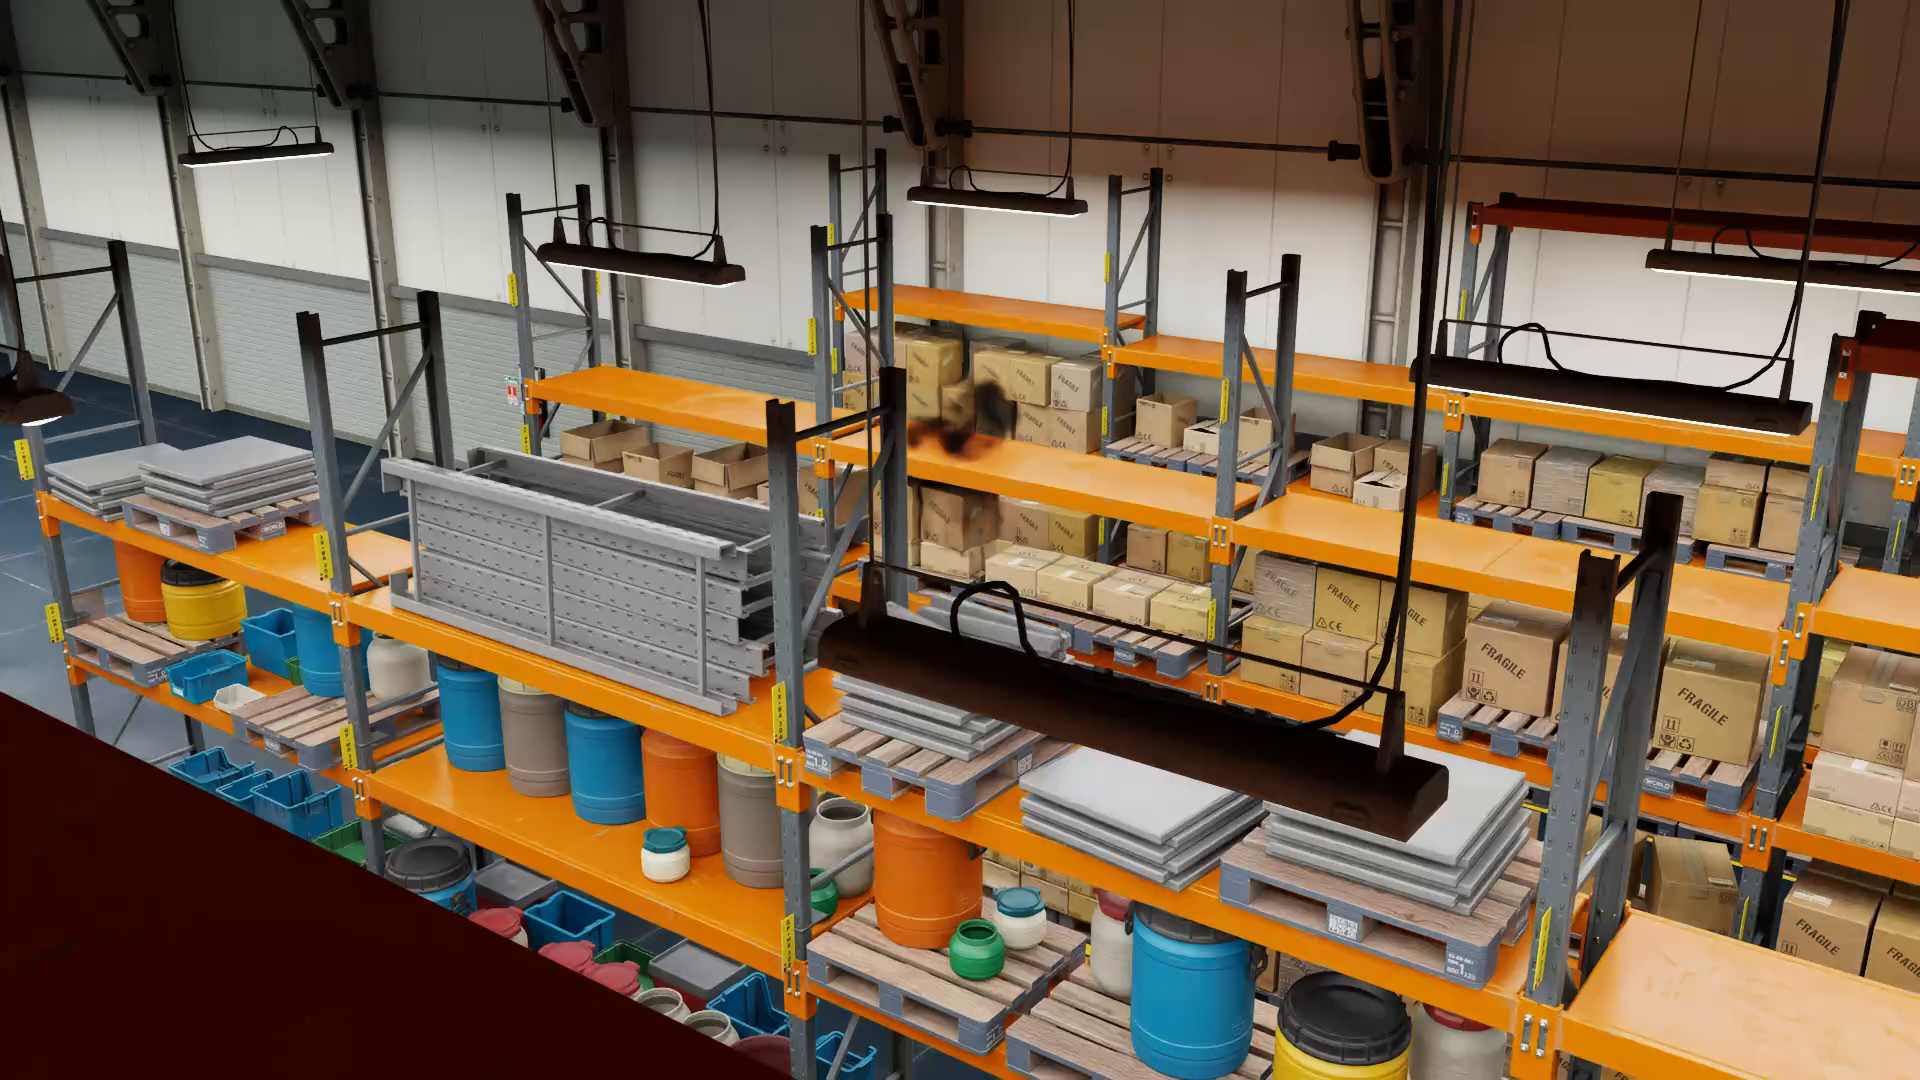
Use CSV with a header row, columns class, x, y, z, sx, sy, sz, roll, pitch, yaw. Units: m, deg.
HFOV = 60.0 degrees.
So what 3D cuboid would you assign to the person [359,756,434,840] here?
class,x,y,z,sx,sy,sz,roll,pitch,yaw
person,-5.331,2.318,15.512,0.710,1.758,0.671,8,20,22
